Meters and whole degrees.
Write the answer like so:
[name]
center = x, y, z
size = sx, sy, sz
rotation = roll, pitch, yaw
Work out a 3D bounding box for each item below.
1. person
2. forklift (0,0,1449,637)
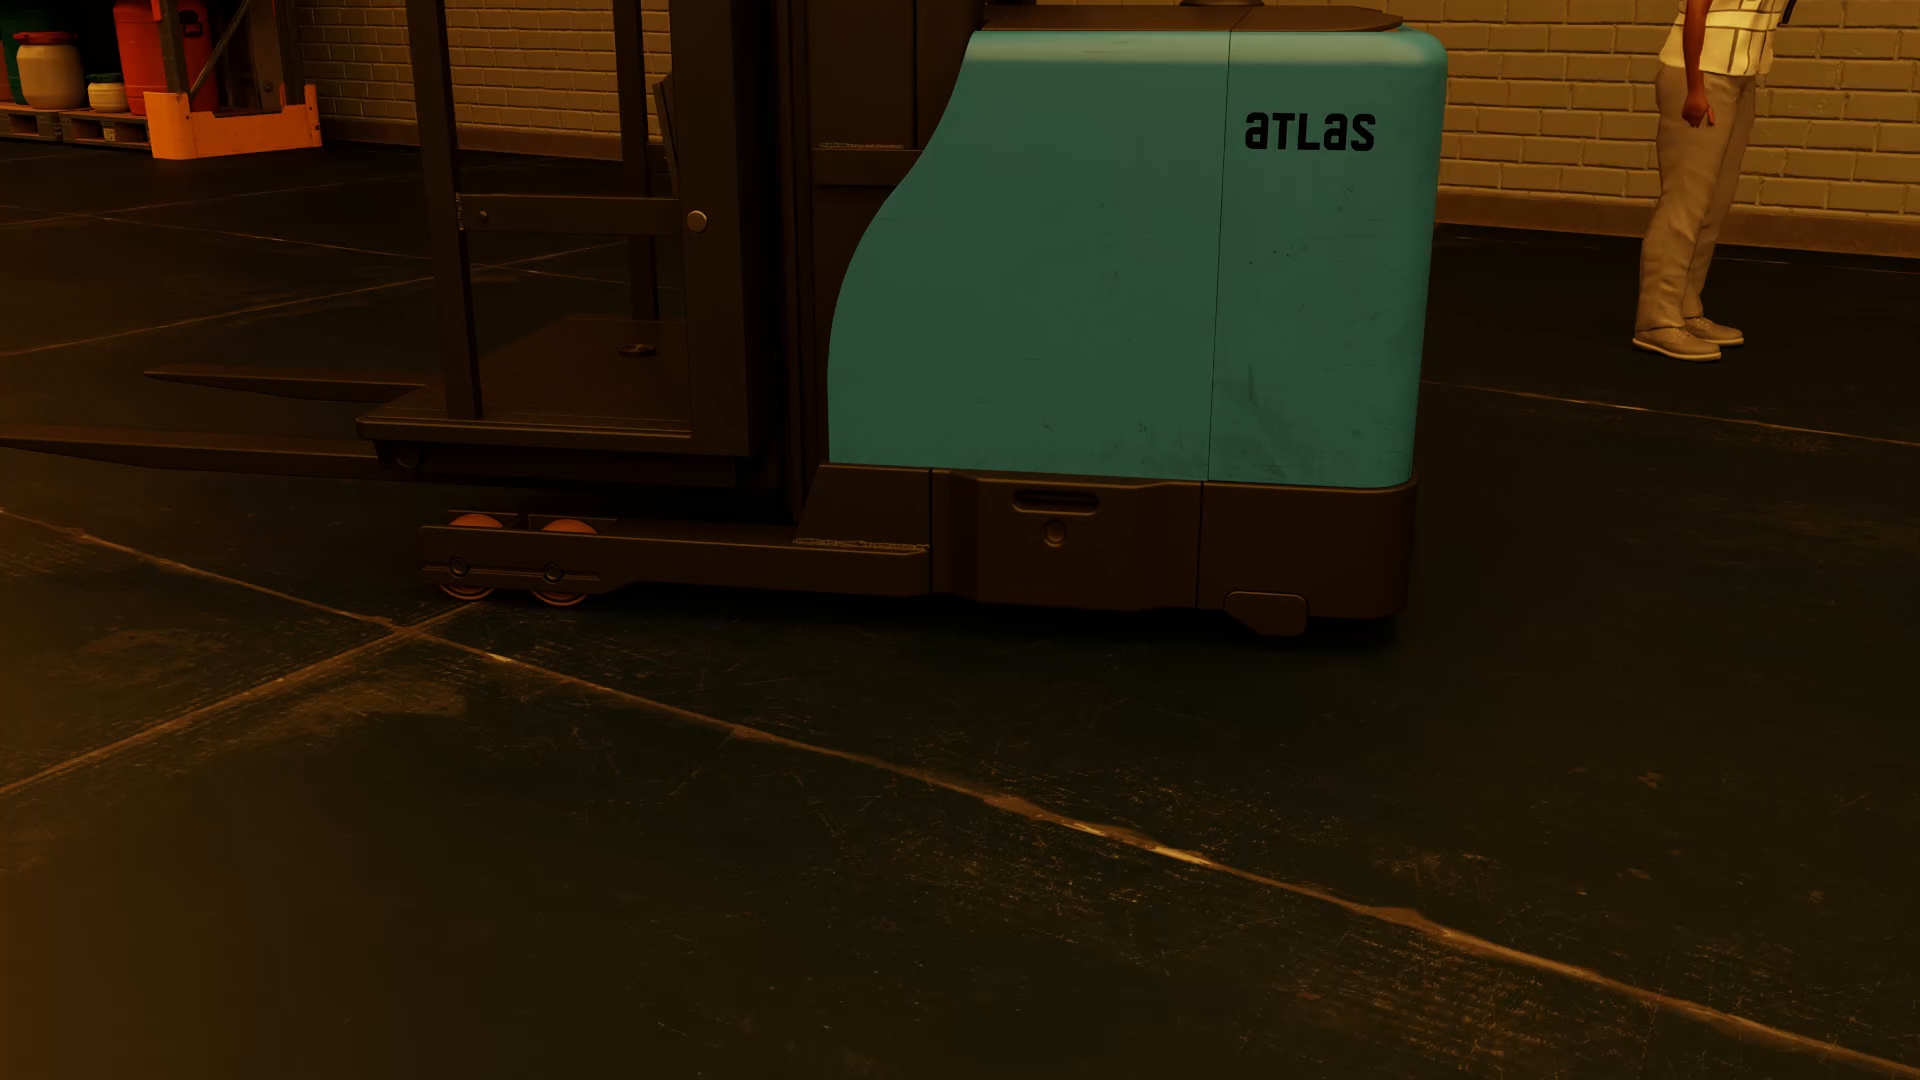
[person]
center = 2.387, -1.441, 5.241
size = 0.353, 1.695, 0.445
rotation = 15, 24, 38
[forklift]
center = -0.599, -1.422, 3.246
size = 3.031, 2.935, 1.130
rotation = 3, 19, 9
